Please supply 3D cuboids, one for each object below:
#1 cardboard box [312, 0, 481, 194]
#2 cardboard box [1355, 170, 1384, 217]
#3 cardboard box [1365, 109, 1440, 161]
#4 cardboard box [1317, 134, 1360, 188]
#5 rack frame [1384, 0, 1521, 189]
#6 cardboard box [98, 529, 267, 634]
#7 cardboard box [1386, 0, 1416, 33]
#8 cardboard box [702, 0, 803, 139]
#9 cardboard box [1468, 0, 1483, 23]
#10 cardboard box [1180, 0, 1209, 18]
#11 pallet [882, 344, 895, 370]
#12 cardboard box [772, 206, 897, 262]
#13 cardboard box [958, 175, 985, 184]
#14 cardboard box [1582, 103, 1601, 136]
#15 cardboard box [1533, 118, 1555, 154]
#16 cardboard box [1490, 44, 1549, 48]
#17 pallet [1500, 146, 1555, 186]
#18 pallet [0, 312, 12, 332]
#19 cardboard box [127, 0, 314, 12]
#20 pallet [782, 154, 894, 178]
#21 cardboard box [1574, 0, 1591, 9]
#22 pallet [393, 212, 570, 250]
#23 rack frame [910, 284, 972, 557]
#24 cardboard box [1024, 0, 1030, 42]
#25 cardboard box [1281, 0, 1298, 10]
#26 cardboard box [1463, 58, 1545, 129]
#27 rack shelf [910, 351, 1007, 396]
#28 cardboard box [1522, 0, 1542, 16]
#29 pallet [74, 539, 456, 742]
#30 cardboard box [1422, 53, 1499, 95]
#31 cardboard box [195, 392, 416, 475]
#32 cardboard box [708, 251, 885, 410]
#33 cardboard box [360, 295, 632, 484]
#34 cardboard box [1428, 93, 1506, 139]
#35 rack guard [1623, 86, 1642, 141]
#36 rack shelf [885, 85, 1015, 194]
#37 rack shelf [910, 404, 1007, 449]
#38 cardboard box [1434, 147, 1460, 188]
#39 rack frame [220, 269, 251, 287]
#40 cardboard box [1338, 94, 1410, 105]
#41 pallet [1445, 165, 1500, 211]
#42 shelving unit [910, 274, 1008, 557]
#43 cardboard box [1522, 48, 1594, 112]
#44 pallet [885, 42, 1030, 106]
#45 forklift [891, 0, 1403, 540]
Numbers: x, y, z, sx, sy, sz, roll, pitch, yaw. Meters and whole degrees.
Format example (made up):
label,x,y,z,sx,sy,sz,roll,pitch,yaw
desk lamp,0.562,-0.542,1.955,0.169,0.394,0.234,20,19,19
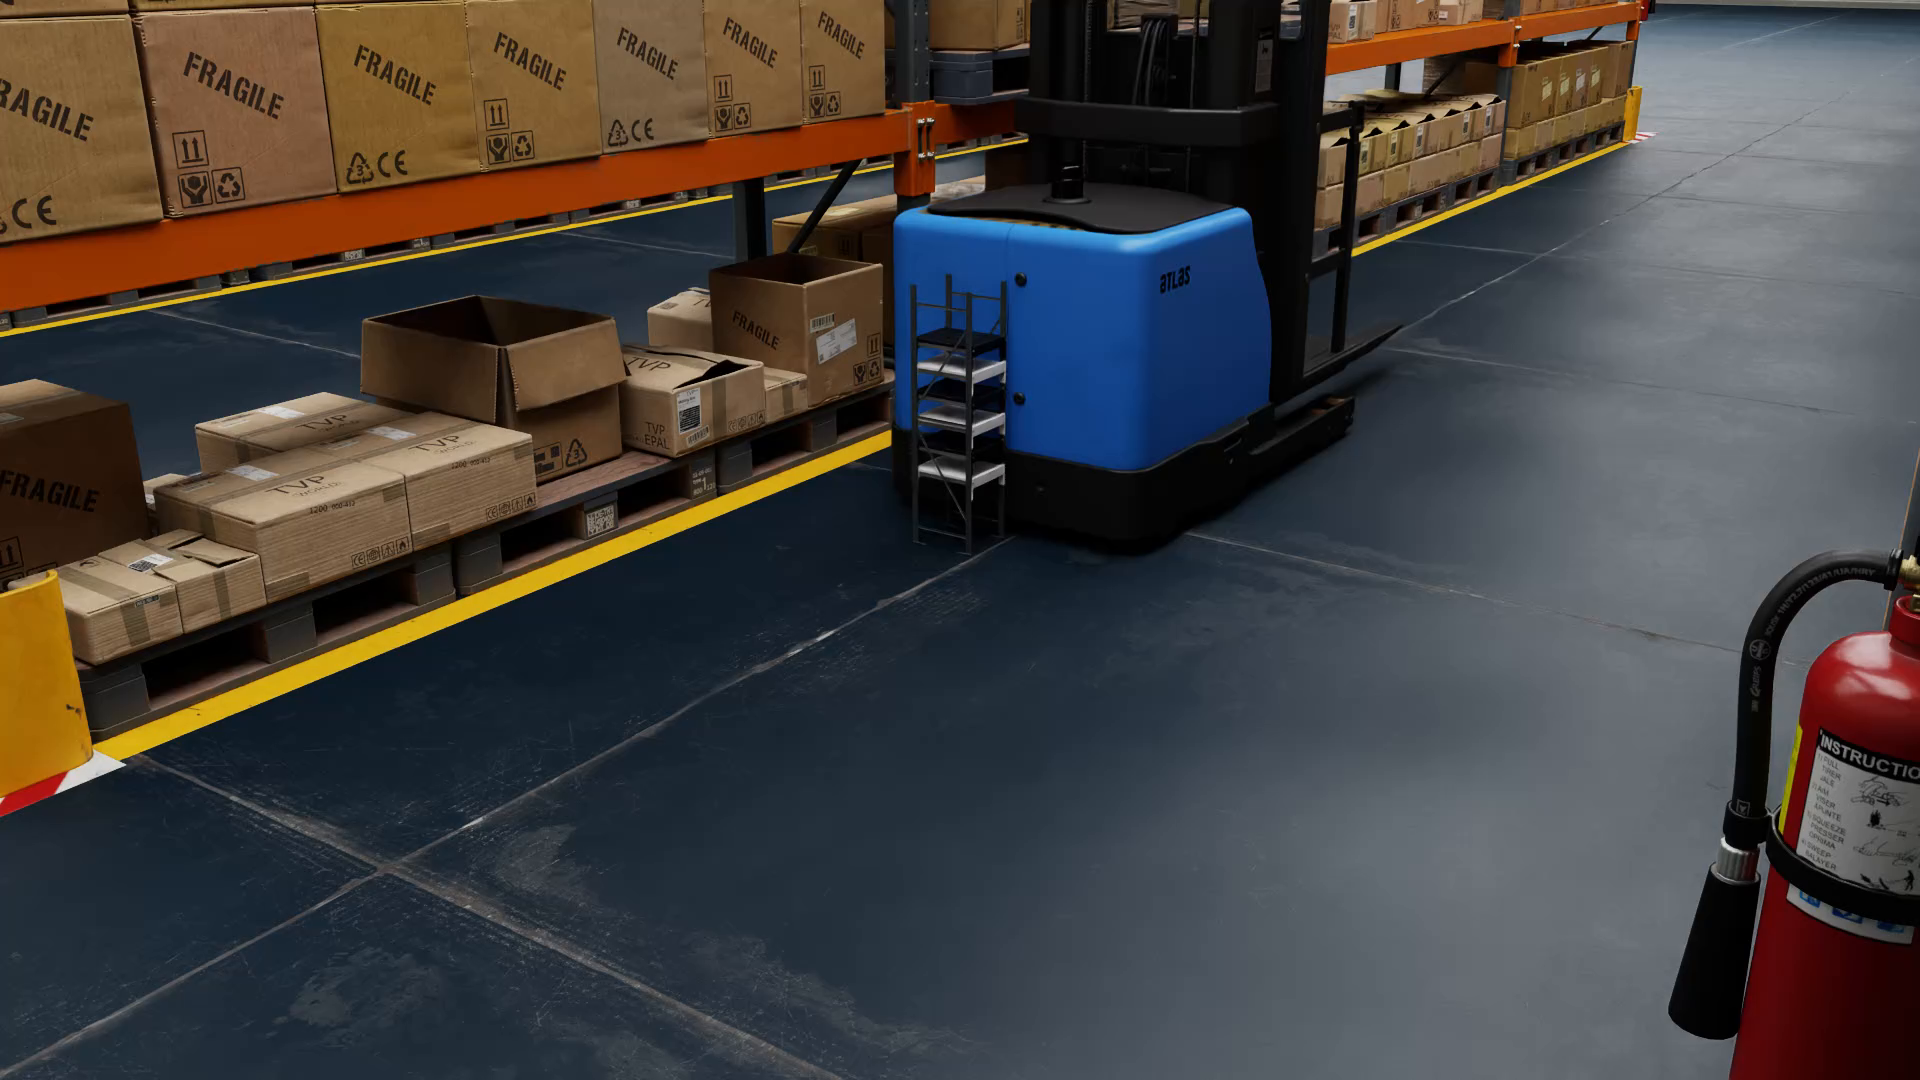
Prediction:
label,x,y,z,sx,sy,sz,roll,pitch,yaw
cardboard box,-1.780,-1.310,4.839,0.500,0.500,0.500,13,24,32
cardboard box,2.499,-2.335,11.112,0.500,0.250,0.500,13,24,30
cardboard box,3.082,-2.899,11.829,0.500,0.311,0.500,13,24,31
cardboard box,2.217,-2.454,10.624,0.500,0.311,0.500,14,25,34
rack frame,3.928,-4.338,13.168,1.000,3.000,0.127,13,24,32
cardboard box,-2.157,0.103,4.613,0.380,0.166,0.250,13,24,32
cardboard box,2.905,-3.873,11.767,0.500,0.500,0.500,13,24,32
cardboard box,-0.926,-1.748,6.022,0.500,0.500,0.500,14,25,33
cardboard box,3.688,-4.118,12.789,0.500,0.250,0.500,15,25,35
cardboard box,1.419,-3.231,9.428,0.700,0.500,0.500,5,21,14
pallet,-0.143,-0.975,8.098,1.003,0.211,1.213,13,24,32
cardboard box,-0.529,-1.274,7.854,0.500,0.500,0.500,13,24,32
cardboard box,0.323,-1.704,9.018,0.500,0.500,0.500,12,24,30
cardboard box,5.569,-3.892,15.321,0.500,0.250,0.500,13,24,32
cardboard box,4.725,-3.462,14.158,0.500,0.250,0.500,13,24,32
cardboard box,5.141,-4.344,15.463,0.500,0.500,0.500,13,24,32
pallet,4.410,-3.250,14.247,1.003,0.211,1.213,13,24,32
pallet,-5.730,-1.132,8.520,1.003,0.211,1.213,13,24,32
cardboard box,-2.062,-1.638,4.284,0.500,0.500,0.500,14,24,32
pallet,-1.261,-3.413,14.687,1.003,0.211,1.213,13,24,32
cardboard box,5.329,-5.108,15.106,0.700,0.500,0.500,13,24,32
pallet,-3.510,-2.266,11.588,1.003,0.211,1.213,13,24,32
rack frame,-0.062,-0.391,5.524,0.240,0.900,0.006,13,24,32
cardboard box,0.217,-2.588,7.689,0.700,0.500,0.500,18,27,40
cardboard box,1.920,-3.244,10.340,0.500,0.311,0.500,15,25,35
cardboard box,4.448,-3.669,13.637,0.500,0.500,0.500,13,24,32
rack shelf,-0.005,-0.557,5.552,0.258,0.077,0.200,13,24,32
cardboard box,4.464,-4.666,13.911,0.700,0.500,0.500,13,24,31
pallet,-2.327,0.162,5.022,1.003,0.211,1.213,13,24,32
cardboard box,4.299,-3.914,14.299,0.500,0.500,0.500,13,24,32
cardboard box,-2.157,-0.282,5.534,0.500,0.250,0.500,13,24,32
cardboard box,-0.655,-0.858,6.729,0.500,0.500,0.500,13,24,32
cardboard box,-1.621,-0.538,5.860,0.797,0.503,0.637,13,24,32
cardboard box,3.938,-3.336,13.010,0.500,0.311,0.500,13,24,32
rack guard,6.190,-4.320,16.723,1.175,0.500,0.348,13,24,32
rack shelf,0.555,-2.279,8.639,1.077,0.370,4.000,13,24,32
rack shelf,-0.005,-0.388,5.614,0.258,0.077,0.200,13,24,32
cardboard box,3.362,-2.778,12.310,0.500,0.250,0.500,14,24,33
rack frame,-4.663,-3.010,9.577,1.000,3.000,0.127,13,24,32
cardboard box,3.204,-3.296,12.901,0.500,0.311,0.500,13,24,31
pallet,3.546,-2.811,13.060,1.003,0.211,1.213,13,24,32
shelving unit,-0.005,-0.420,5.603,0.258,0.900,0.210,13,24,32
cardboard box,5.289,-4.100,14.802,0.500,0.500,0.500,13,24,32
pallet,-0.029,-2.160,7.559,1.003,0.211,1.213,13,24,32
forklift,0.990,-1.829,6.484,1.130,2.935,3.031,13,24,31
